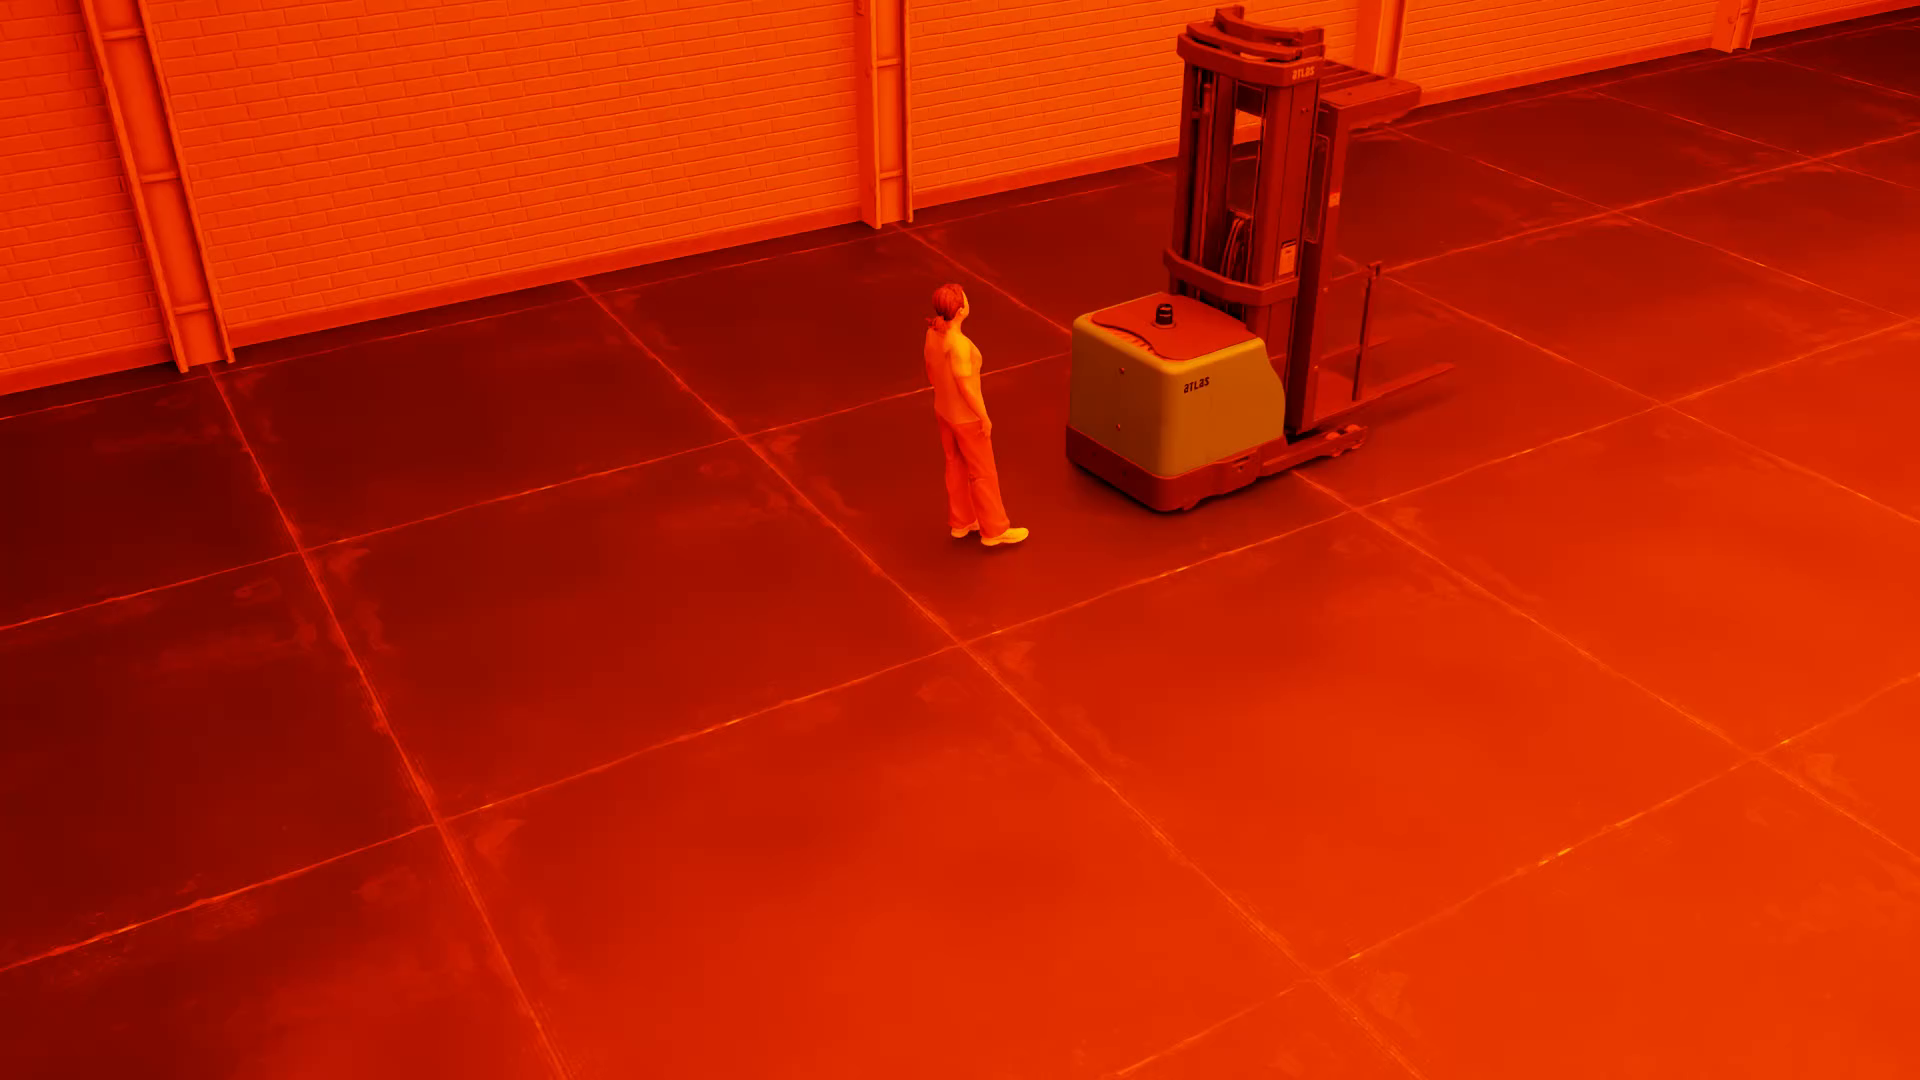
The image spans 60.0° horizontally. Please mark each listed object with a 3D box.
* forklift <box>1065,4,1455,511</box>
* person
[{"bbox_3d":[2.212,-2.031,11.040,3.031,2.935,1.130,-20,36,-30],"label":"forklift"},{"bbox_3d":[0.069,-0.774,10.069,0.547,1.673,0.553,-17,35,-26],"label":"person"}]
